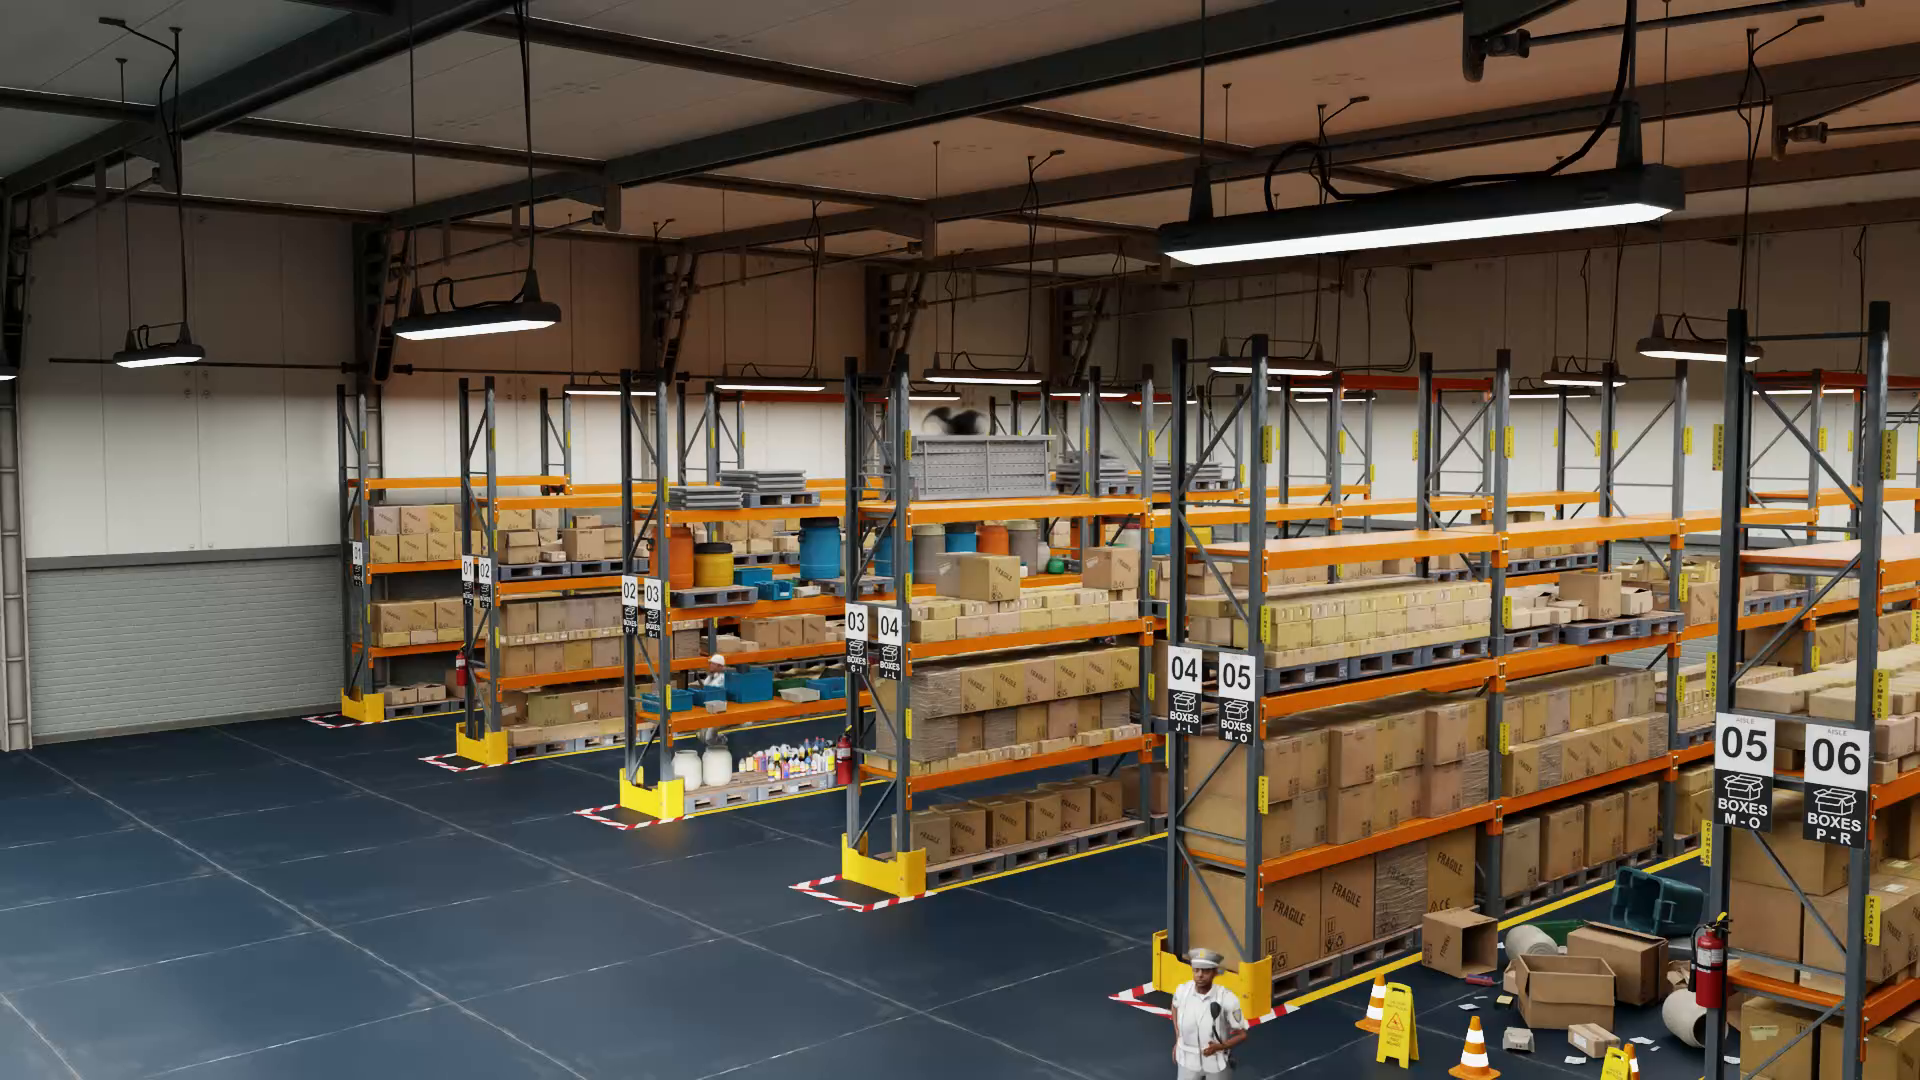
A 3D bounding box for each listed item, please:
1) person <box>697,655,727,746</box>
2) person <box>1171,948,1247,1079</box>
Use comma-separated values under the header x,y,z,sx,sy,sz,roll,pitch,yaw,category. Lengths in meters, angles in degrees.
x,y,z,sx,sy,sz,roll,pitch,yaw,category
-3.774,2.628,25.649,0.584,1.724,0.671,-4,5,-43,person
1.664,3.582,11.261,0.556,1.711,0.699,1,4,18,person
